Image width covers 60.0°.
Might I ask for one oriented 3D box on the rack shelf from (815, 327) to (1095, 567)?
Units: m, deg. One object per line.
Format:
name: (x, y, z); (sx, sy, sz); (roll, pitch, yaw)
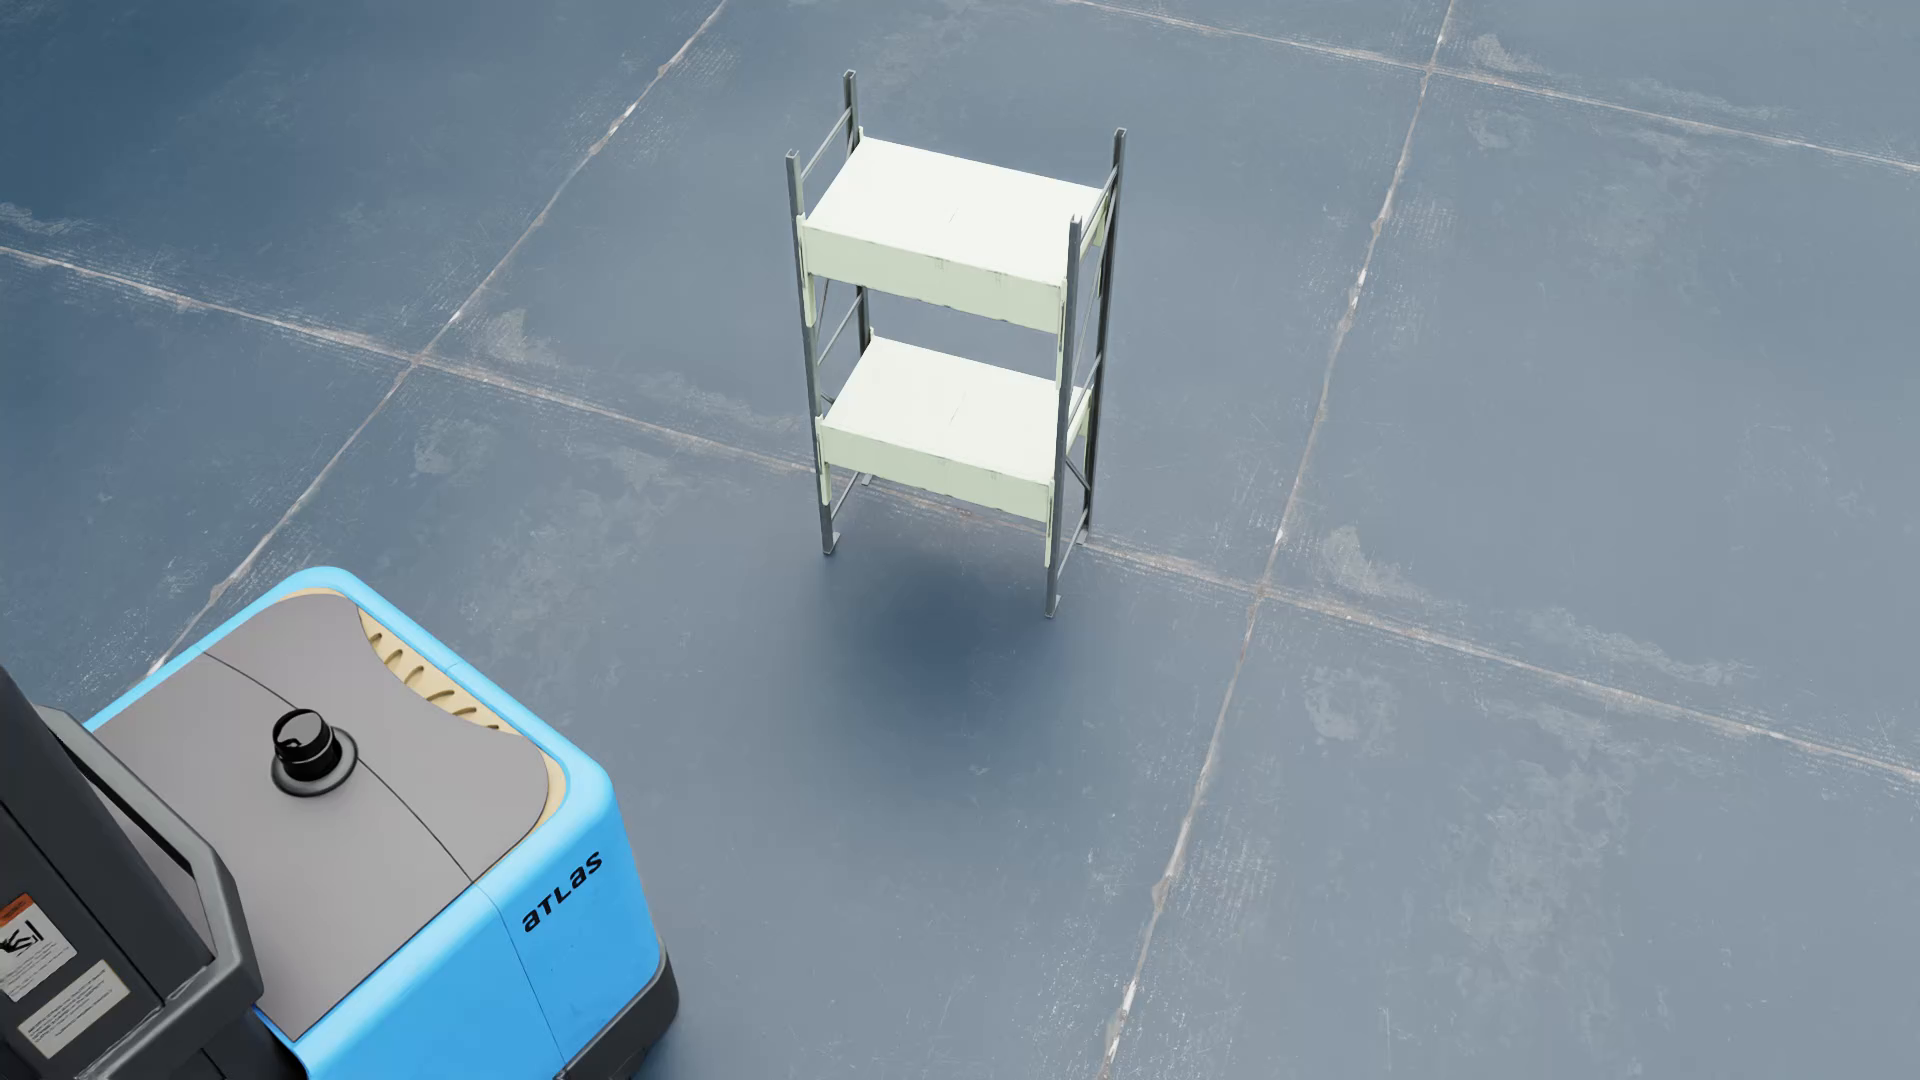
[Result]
rack shelf: (-0.006, -0.279, 4.931); (0.720, 0.370, 0.431); (16, 51, 13)

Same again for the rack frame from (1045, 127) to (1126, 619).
rack frame: (0.337, -0.397, 4.602); (0.023, 1.500, 0.400); (16, 51, 13)

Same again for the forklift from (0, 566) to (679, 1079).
forklift: (-2.019, 0.873, 2.554); (1.130, 2.935, 3.031); (31, 56, 24)

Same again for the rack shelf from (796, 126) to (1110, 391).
rack shelf: (-0.006, -0.749, 4.390); (0.720, 0.370, 0.431); (16, 51, 13)

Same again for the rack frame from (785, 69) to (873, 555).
rack frame: (-0.350, -0.589, 4.768); (0.023, 1.500, 0.400); (16, 51, 13)

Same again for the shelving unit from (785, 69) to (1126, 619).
shelving unit: (-0.006, -0.493, 4.685); (0.755, 1.500, 0.431); (16, 51, 13)
